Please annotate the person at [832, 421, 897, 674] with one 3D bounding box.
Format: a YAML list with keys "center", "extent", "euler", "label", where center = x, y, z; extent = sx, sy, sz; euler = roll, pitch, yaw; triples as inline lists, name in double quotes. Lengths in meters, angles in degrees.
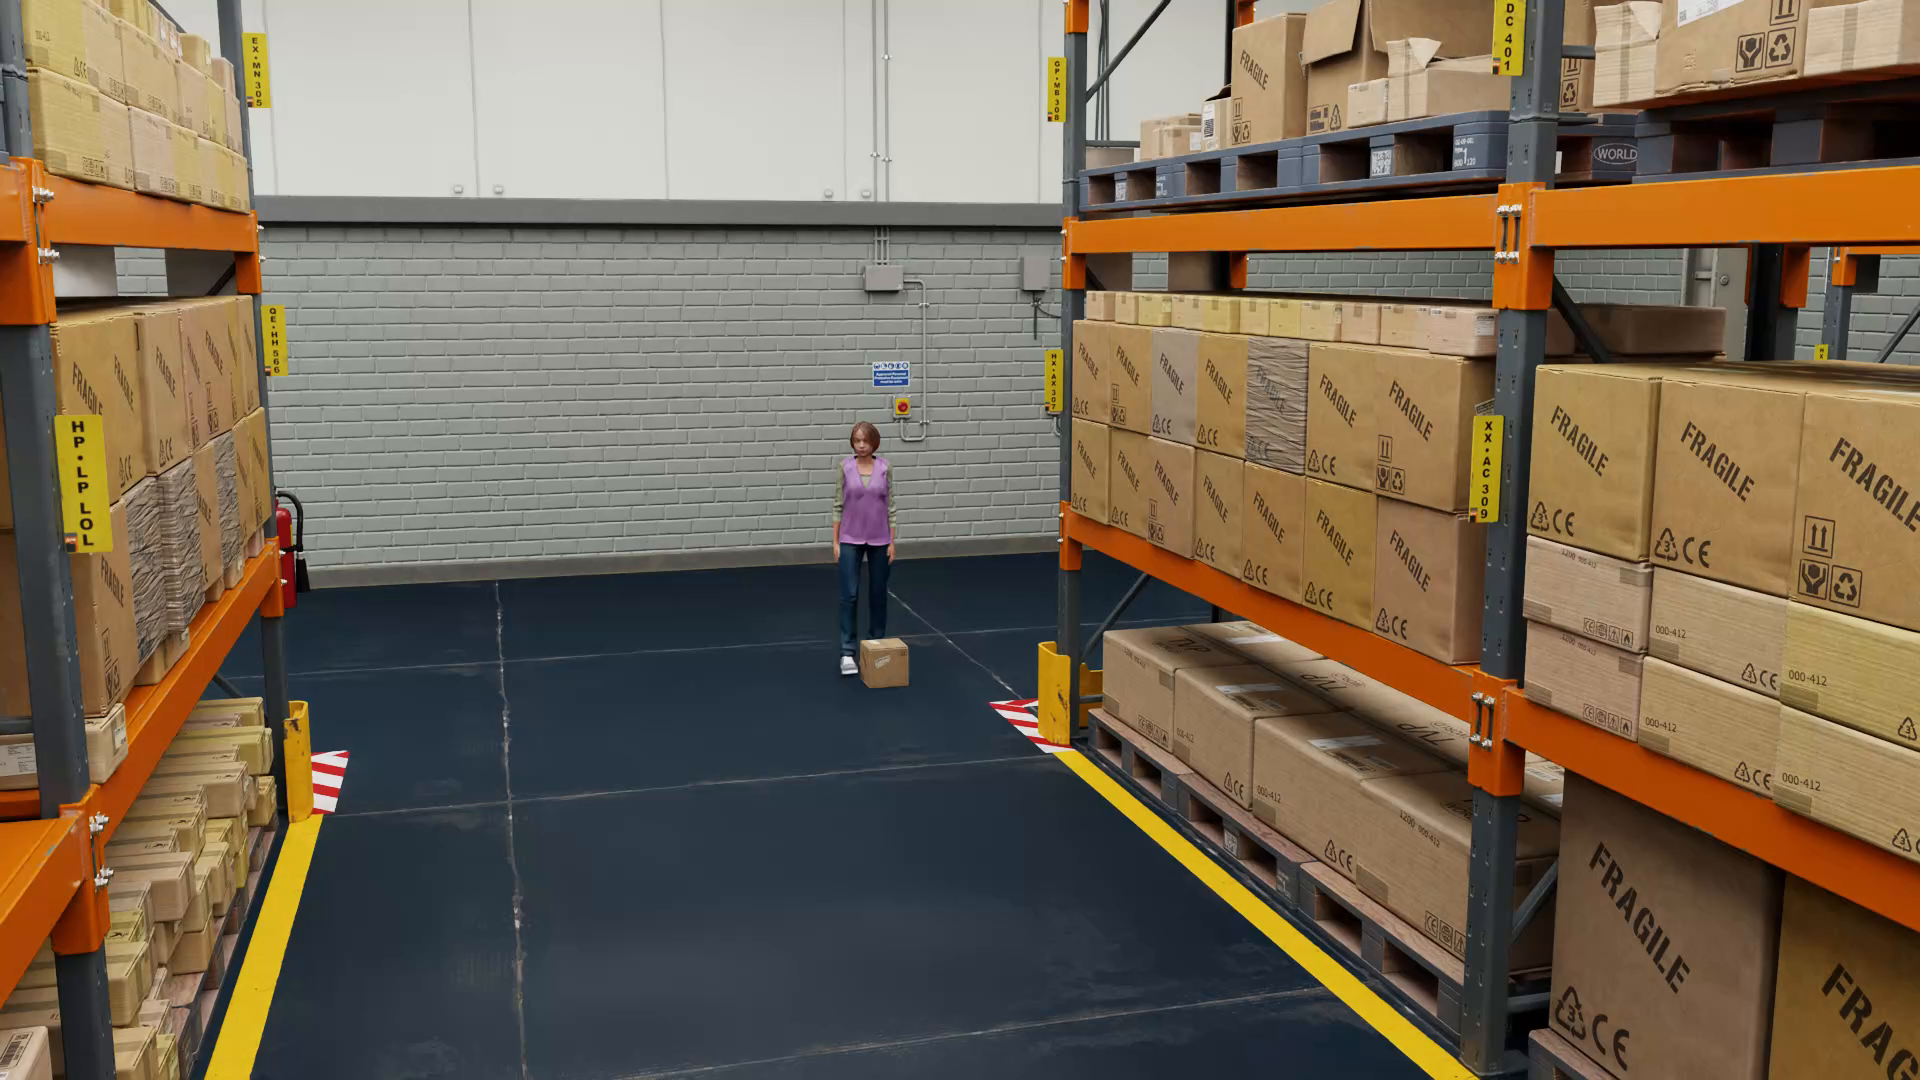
- center: [-0.602, 0.038, 10.653]
  extent: [0.418, 1.592, 0.545]
  euler: [-1, 10, -8]
  label: "person"
